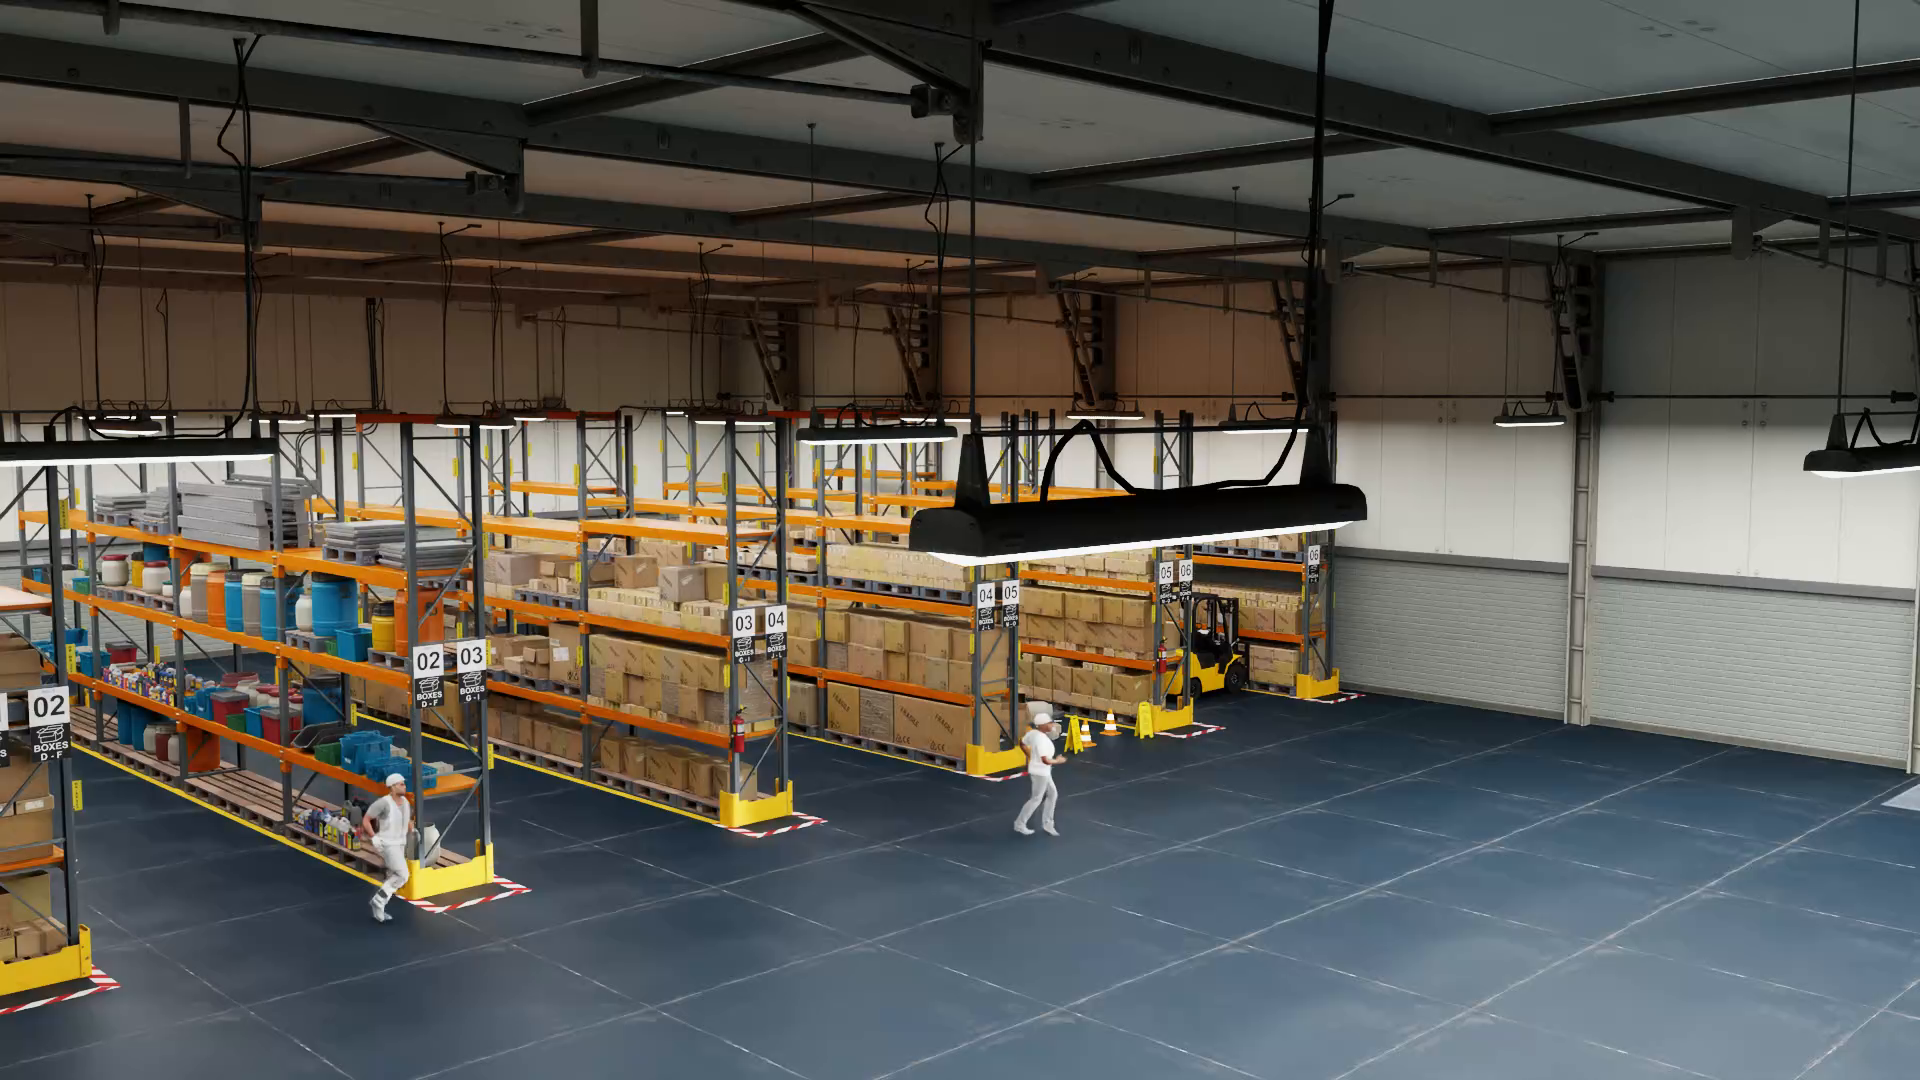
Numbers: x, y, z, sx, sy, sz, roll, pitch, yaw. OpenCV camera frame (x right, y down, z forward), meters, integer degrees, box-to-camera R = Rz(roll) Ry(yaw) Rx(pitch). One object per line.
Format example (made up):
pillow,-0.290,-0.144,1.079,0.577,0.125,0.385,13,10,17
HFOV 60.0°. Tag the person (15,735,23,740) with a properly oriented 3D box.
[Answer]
person,-15.132,3.198,26.503,0.560,1.659,0.577,3,6,27

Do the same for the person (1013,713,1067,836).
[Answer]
person,1.142,3.394,23.854,0.763,1.846,0.719,0,5,-3

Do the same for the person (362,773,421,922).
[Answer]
person,-6.828,3.708,20.156,0.571,1.722,0.695,1,5,13

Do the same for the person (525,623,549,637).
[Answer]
person,-10.567,1.848,41.571,0.792,1.817,0.698,-4,6,-39
